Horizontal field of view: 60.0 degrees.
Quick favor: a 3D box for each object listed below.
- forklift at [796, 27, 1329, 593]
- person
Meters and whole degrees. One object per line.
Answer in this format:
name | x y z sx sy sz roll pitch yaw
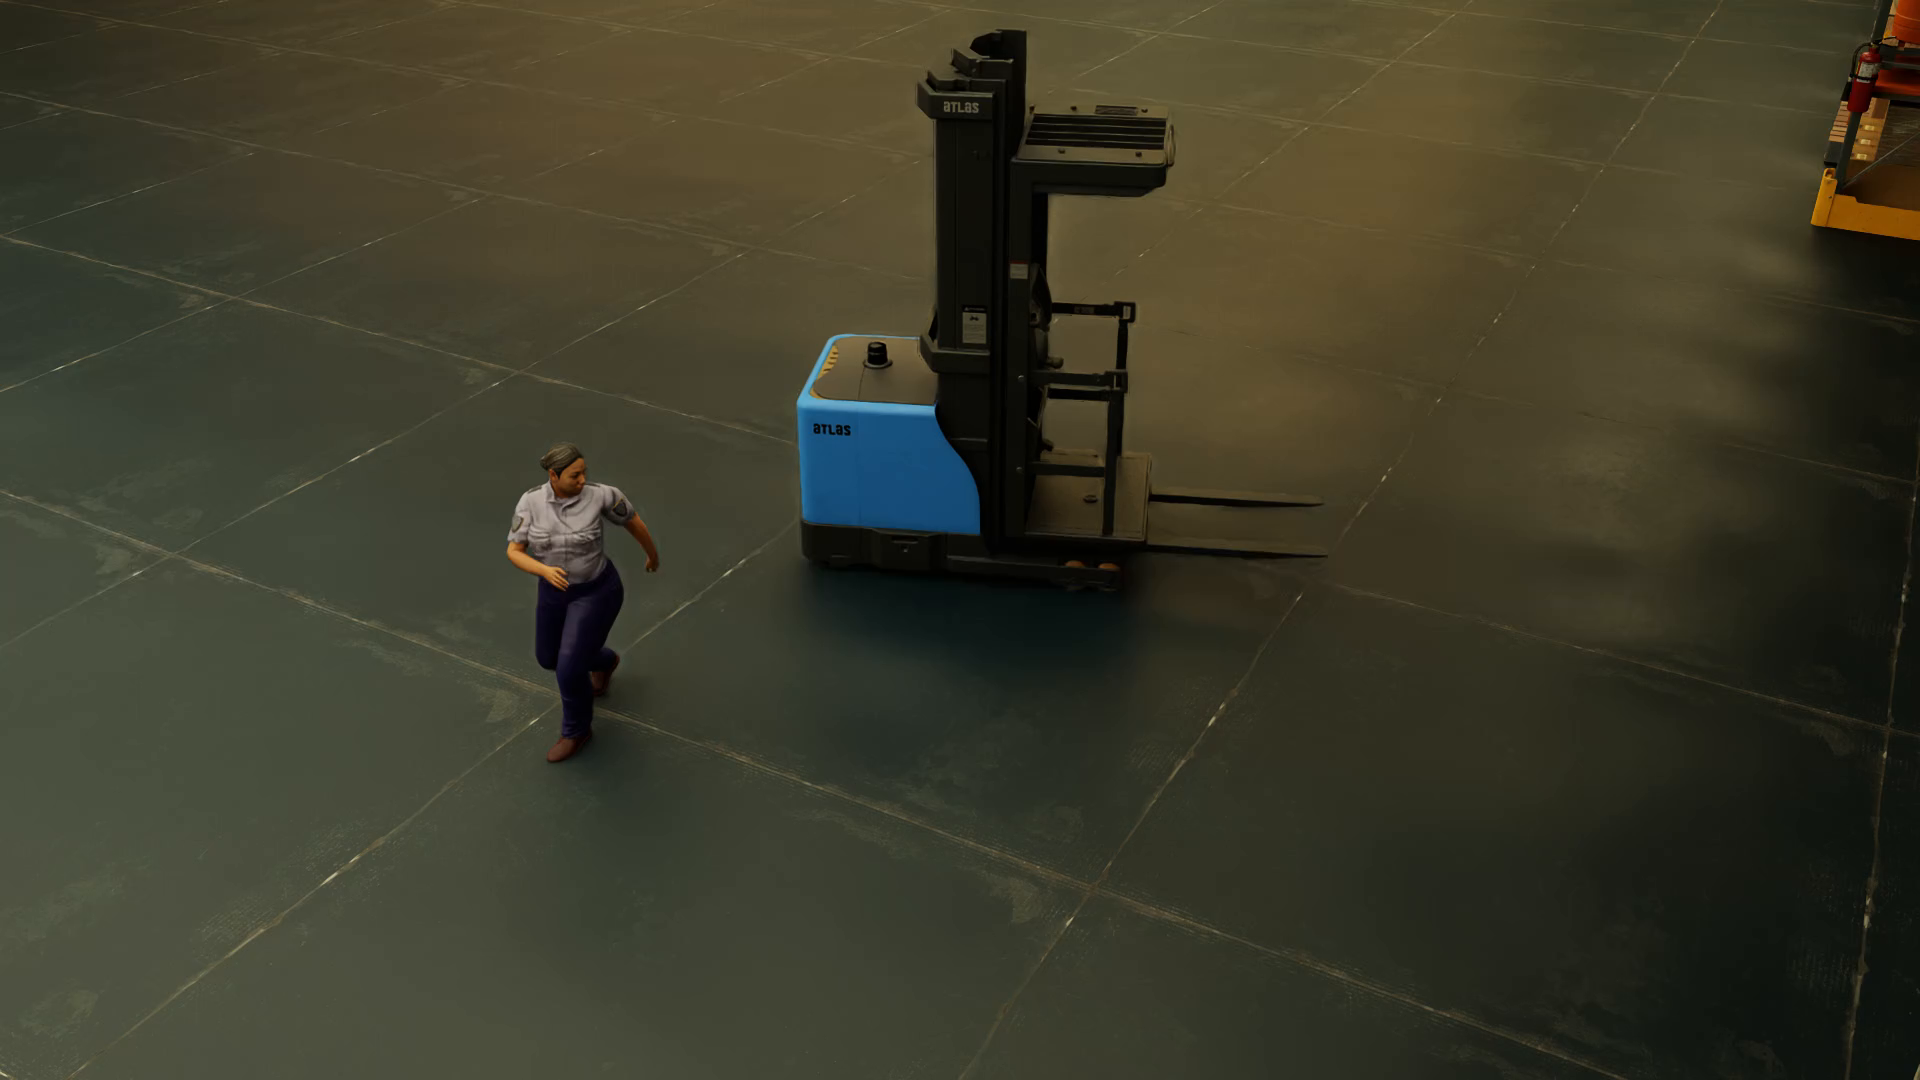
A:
forklift | 0.631 -1.254 9.244 3.031 2.935 1.130 4 30 7
person | -1.849 0.239 8.057 0.521 1.571 0.817 10 31 16
